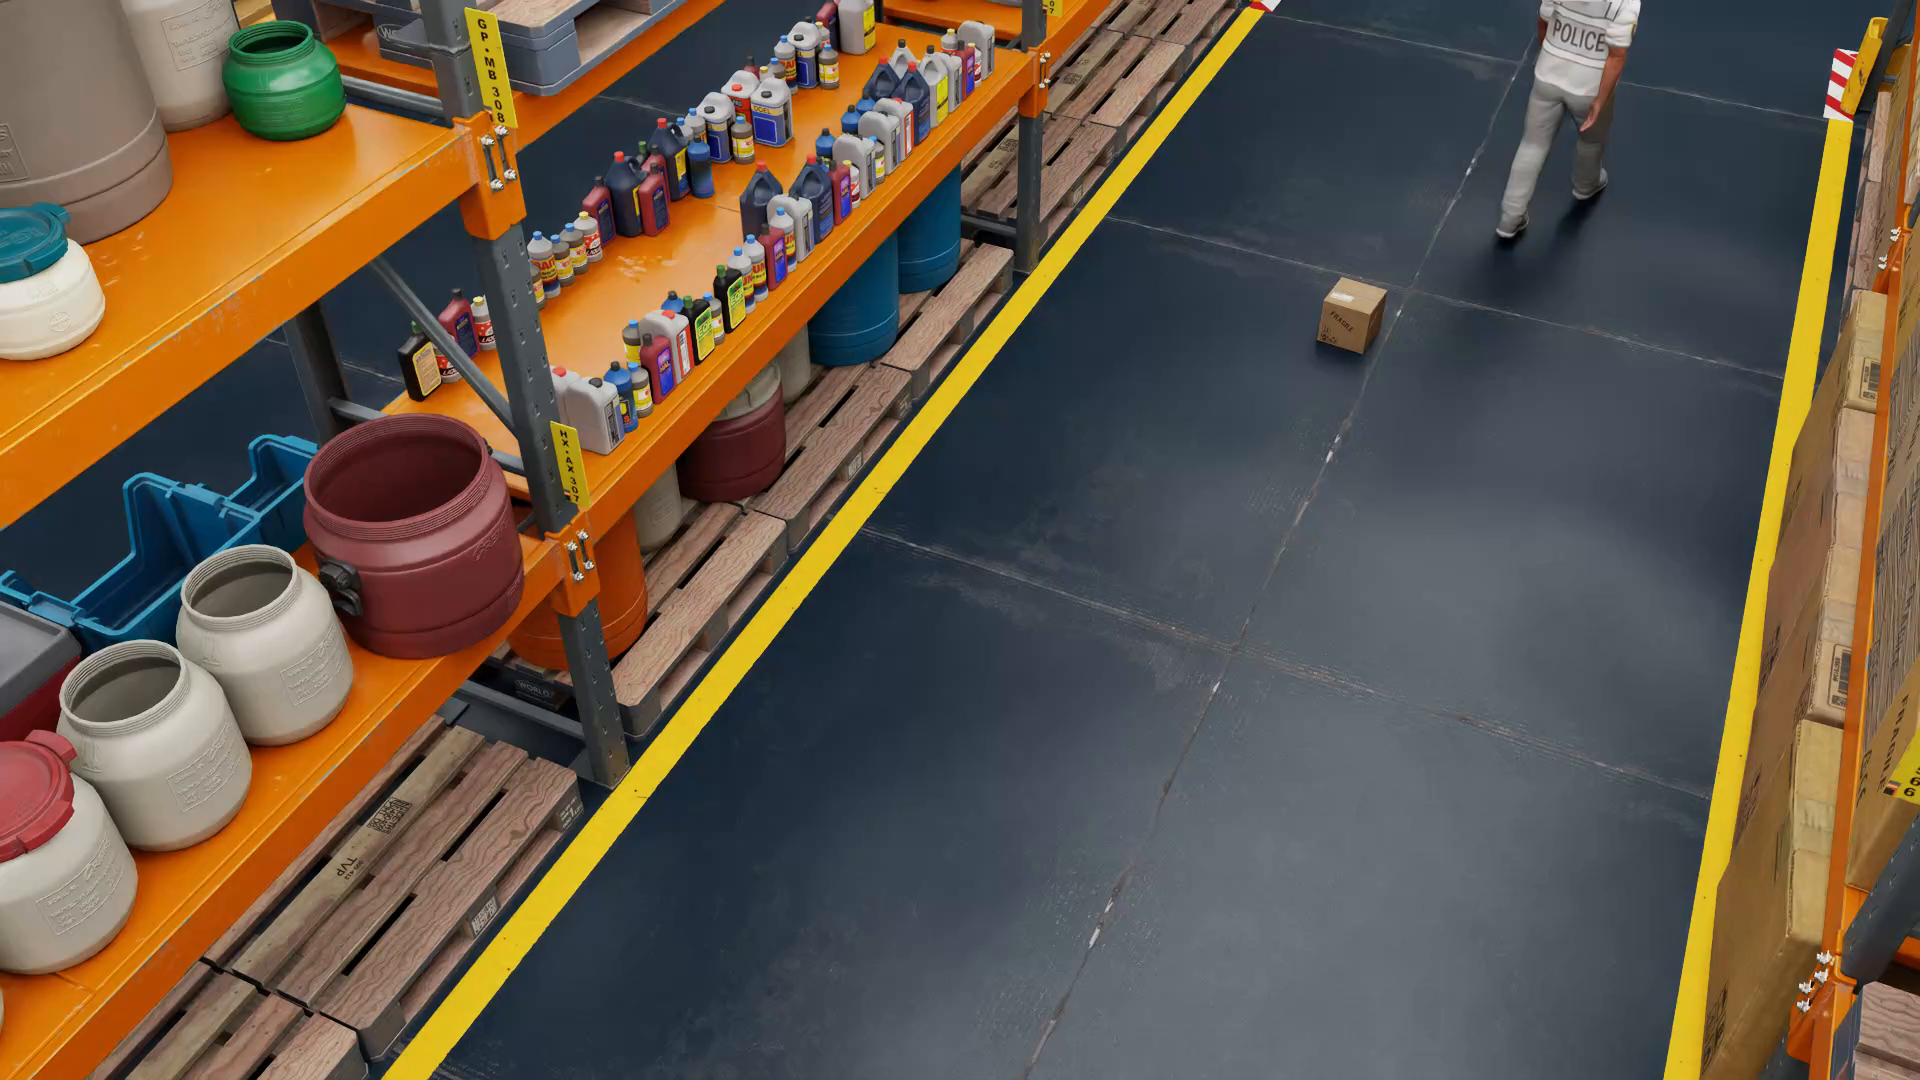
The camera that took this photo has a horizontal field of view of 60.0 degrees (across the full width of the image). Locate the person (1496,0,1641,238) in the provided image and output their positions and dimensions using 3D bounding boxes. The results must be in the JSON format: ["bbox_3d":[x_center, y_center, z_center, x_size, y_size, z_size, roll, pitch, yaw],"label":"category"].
[{"bbox_3d":[3.351,-2.552,8.977,0.539,1.714,1.034,26,48,26],"label":"person"}]
